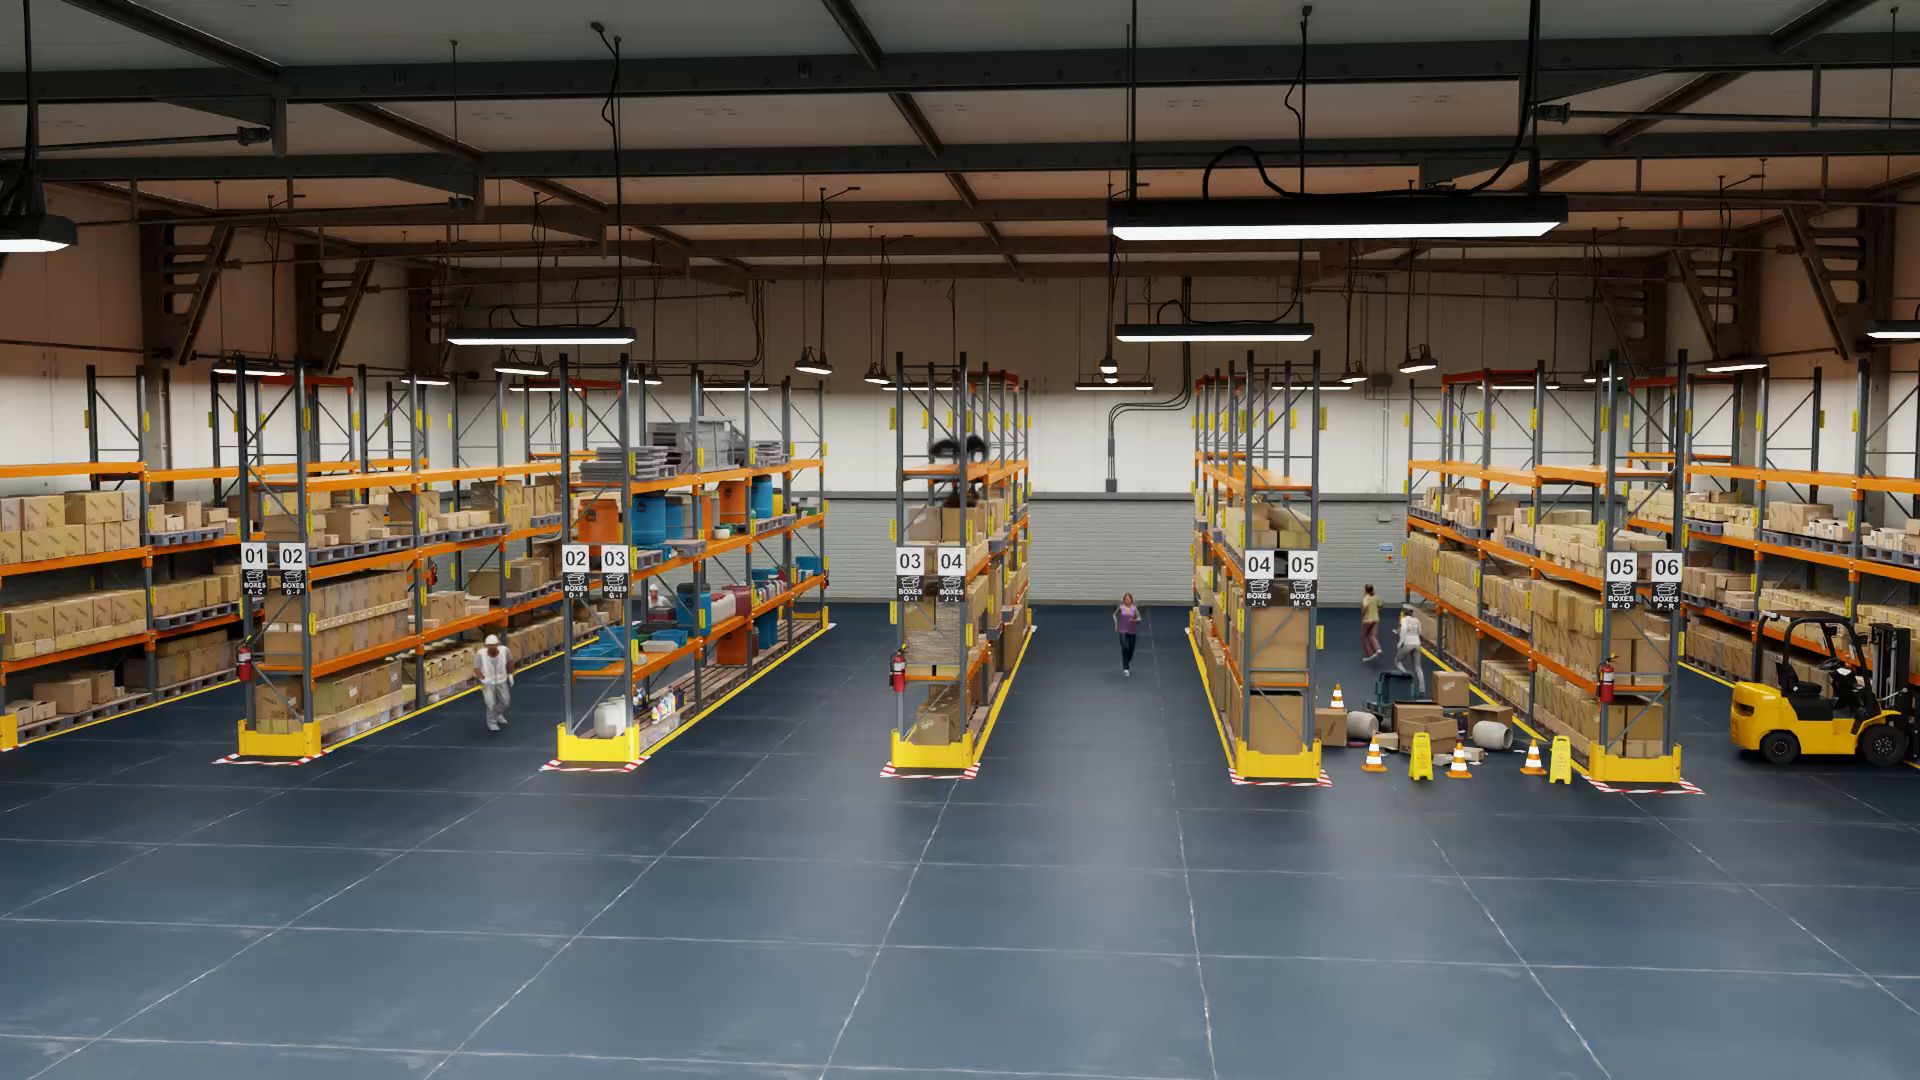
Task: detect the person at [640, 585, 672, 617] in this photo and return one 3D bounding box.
[{"bbox_3d":[-6.239,1.739,34.249,0.690,1.674,0.784,0,4,-5],"label":"person"}]

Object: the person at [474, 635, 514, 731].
[{"bbox_3d":[-7.520,2.286,26.798,0.656,1.611,0.897,-2,5,-28],"label":"person"}]

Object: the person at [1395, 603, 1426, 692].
[{"bbox_3d":[8.332,2.012,30.813,0.594,1.624,0.900,-1,4,-14],"label":"person"}]

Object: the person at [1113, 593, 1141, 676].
[{"bbox_3d":[3.314,1.844,32.903,0.527,1.591,0.888,0,4,-1],"label":"person"}]

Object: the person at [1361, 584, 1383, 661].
[{"bbox_3d":[8.609,1.740,34.561,0.565,1.647,0.760,-1,4,-15],"label":"person"}]
